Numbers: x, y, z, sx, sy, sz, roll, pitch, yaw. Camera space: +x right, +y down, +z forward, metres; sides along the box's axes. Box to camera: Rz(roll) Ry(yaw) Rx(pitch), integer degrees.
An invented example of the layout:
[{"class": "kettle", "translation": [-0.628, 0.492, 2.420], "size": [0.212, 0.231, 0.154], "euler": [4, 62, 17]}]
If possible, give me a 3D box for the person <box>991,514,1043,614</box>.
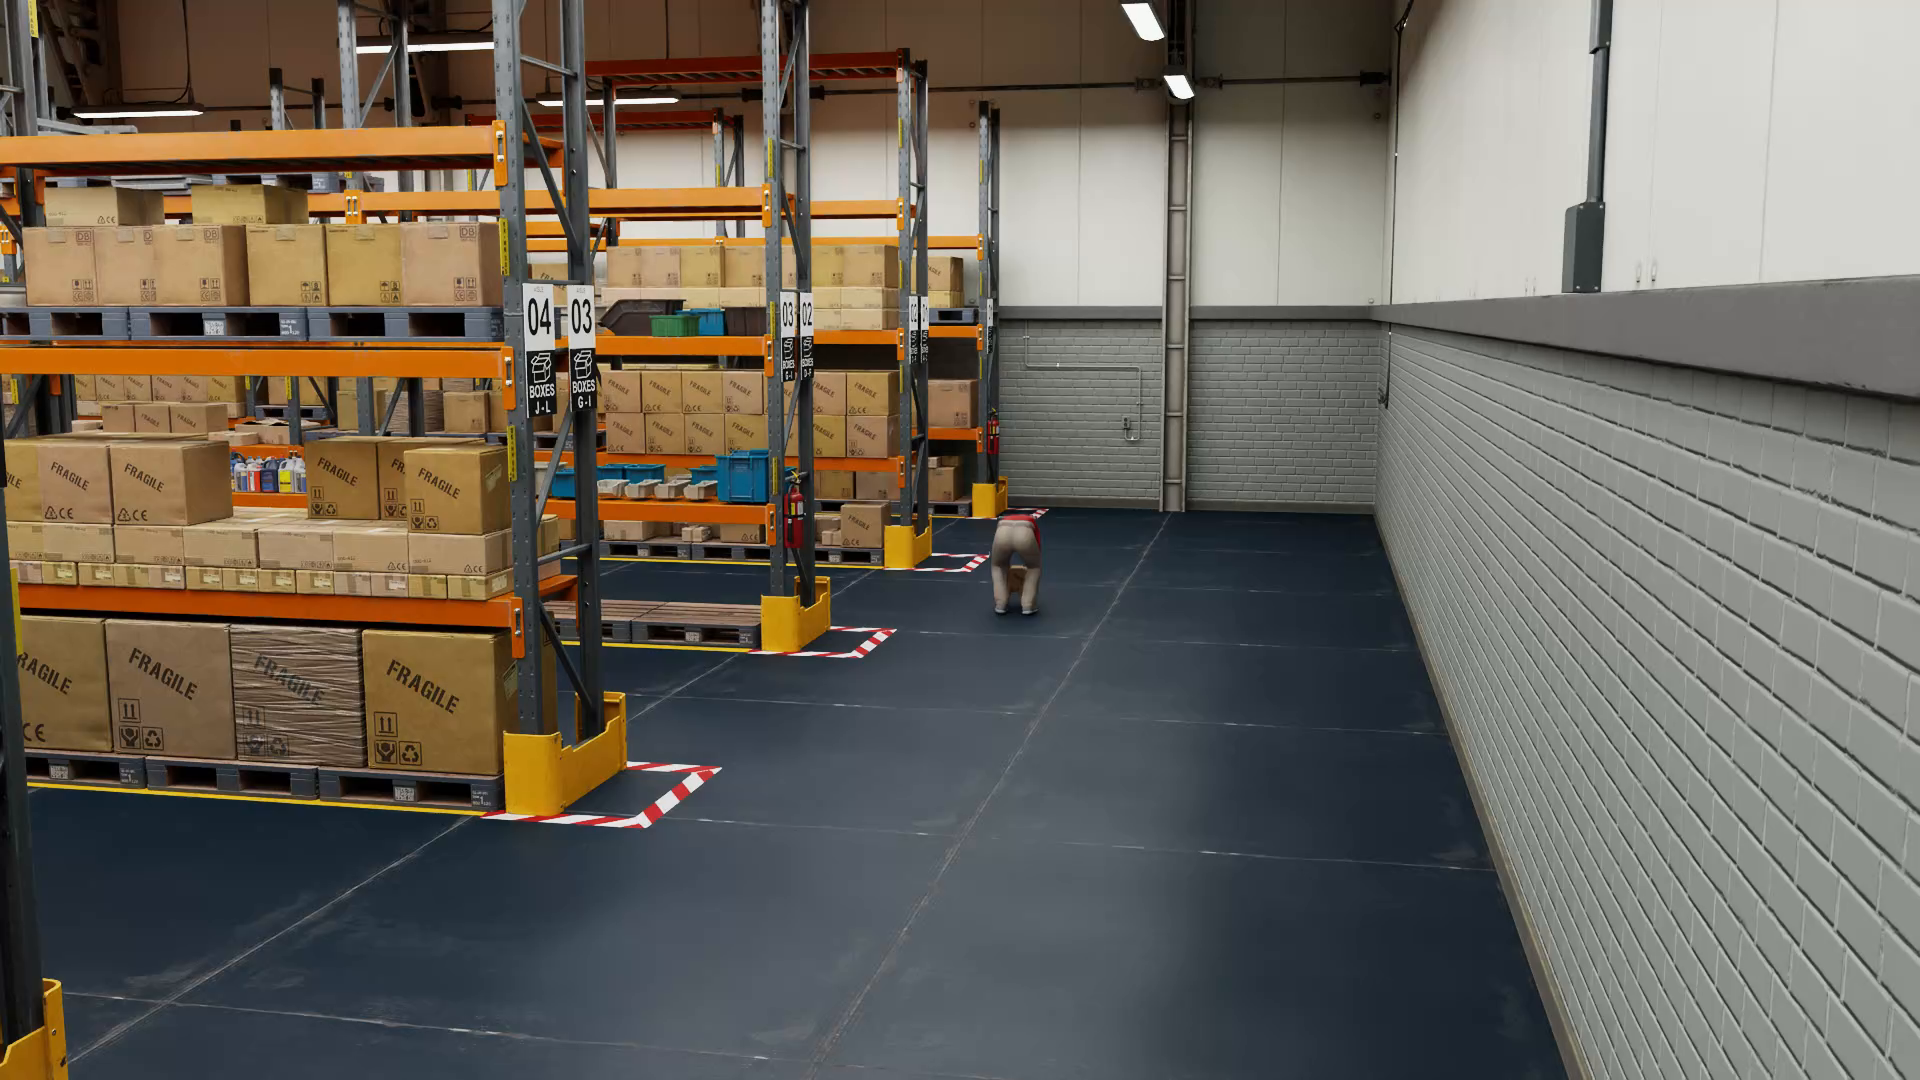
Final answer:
[{"class": "person", "translation": [0.594, 0.214, 16.979], "size": [0.524, 1.002, 0.961], "euler": [1, 8, 8]}]
